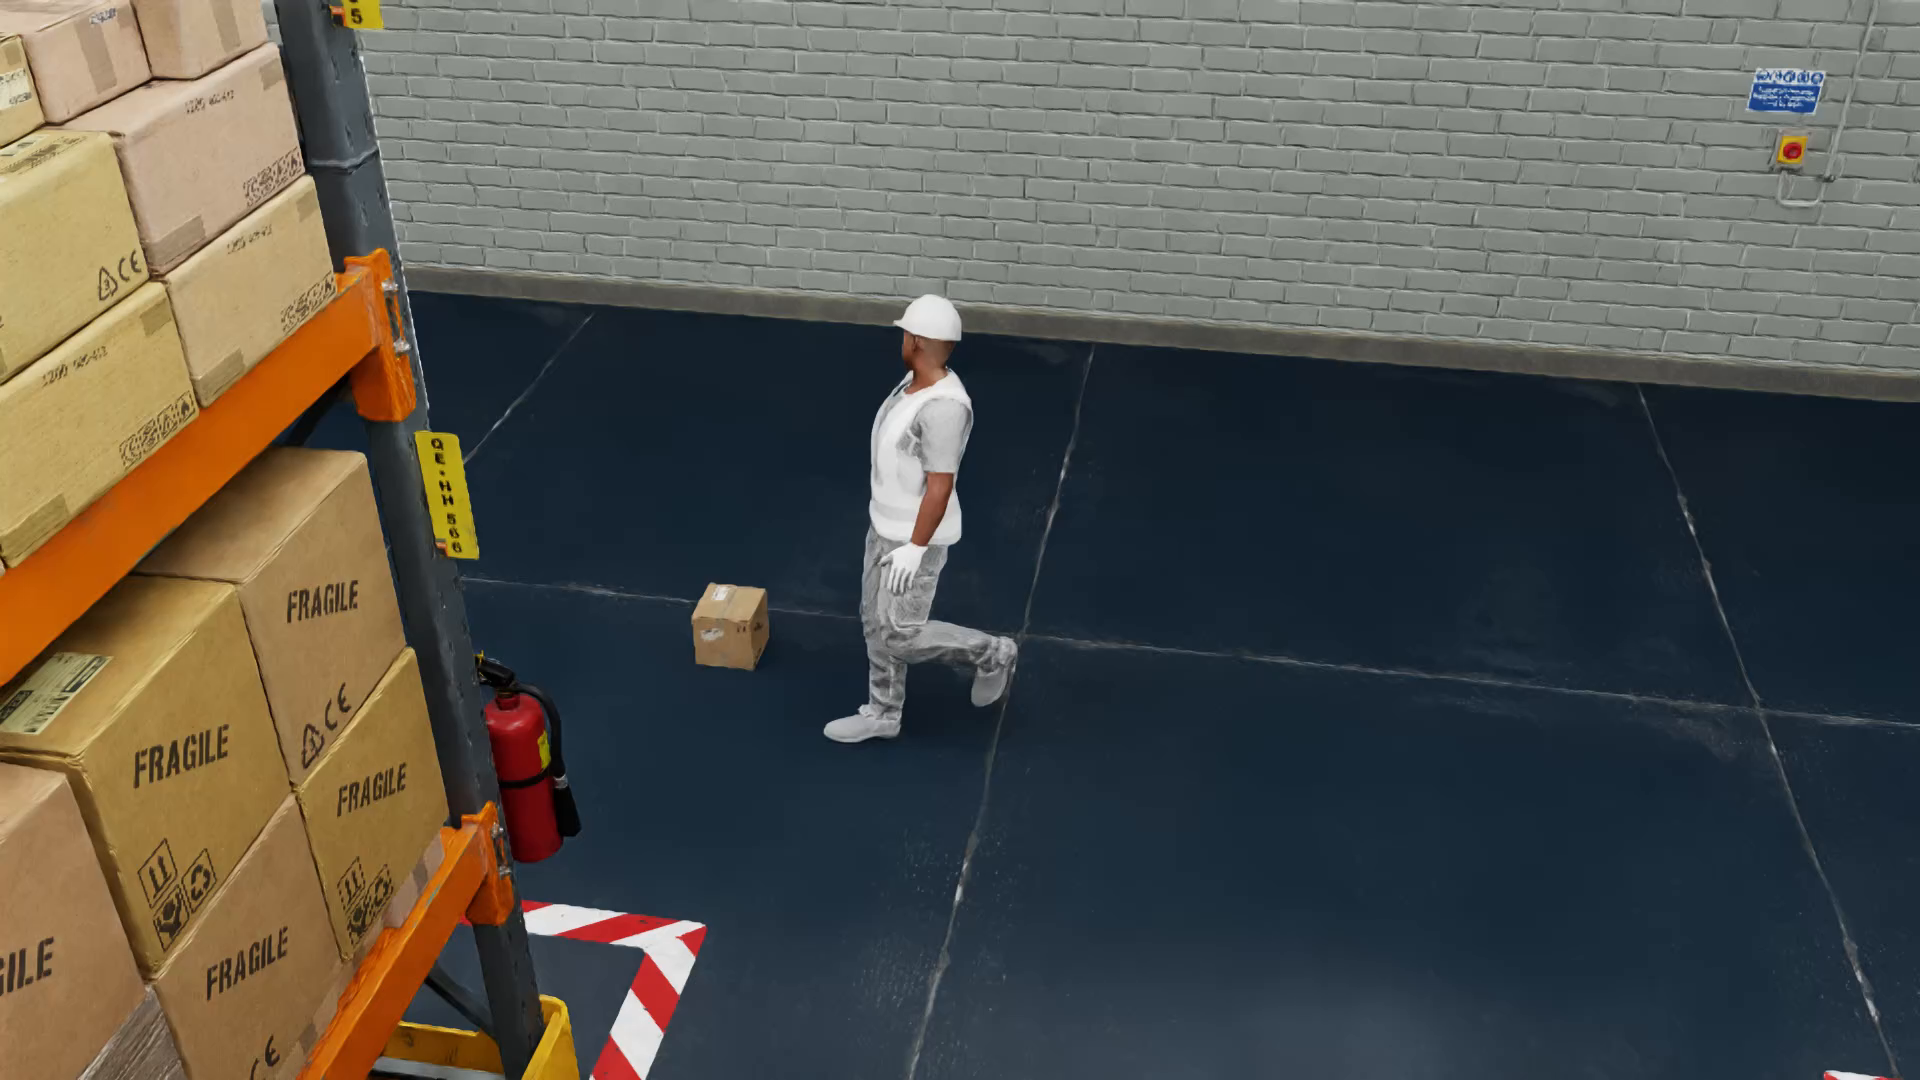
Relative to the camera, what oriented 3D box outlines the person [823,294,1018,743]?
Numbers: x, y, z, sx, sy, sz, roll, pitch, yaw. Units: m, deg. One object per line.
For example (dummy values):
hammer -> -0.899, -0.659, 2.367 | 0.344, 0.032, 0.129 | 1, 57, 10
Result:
person -> -0.179, -0.046, 6.244 | 0.777, 1.728, 0.626 | -7, 33, -10
